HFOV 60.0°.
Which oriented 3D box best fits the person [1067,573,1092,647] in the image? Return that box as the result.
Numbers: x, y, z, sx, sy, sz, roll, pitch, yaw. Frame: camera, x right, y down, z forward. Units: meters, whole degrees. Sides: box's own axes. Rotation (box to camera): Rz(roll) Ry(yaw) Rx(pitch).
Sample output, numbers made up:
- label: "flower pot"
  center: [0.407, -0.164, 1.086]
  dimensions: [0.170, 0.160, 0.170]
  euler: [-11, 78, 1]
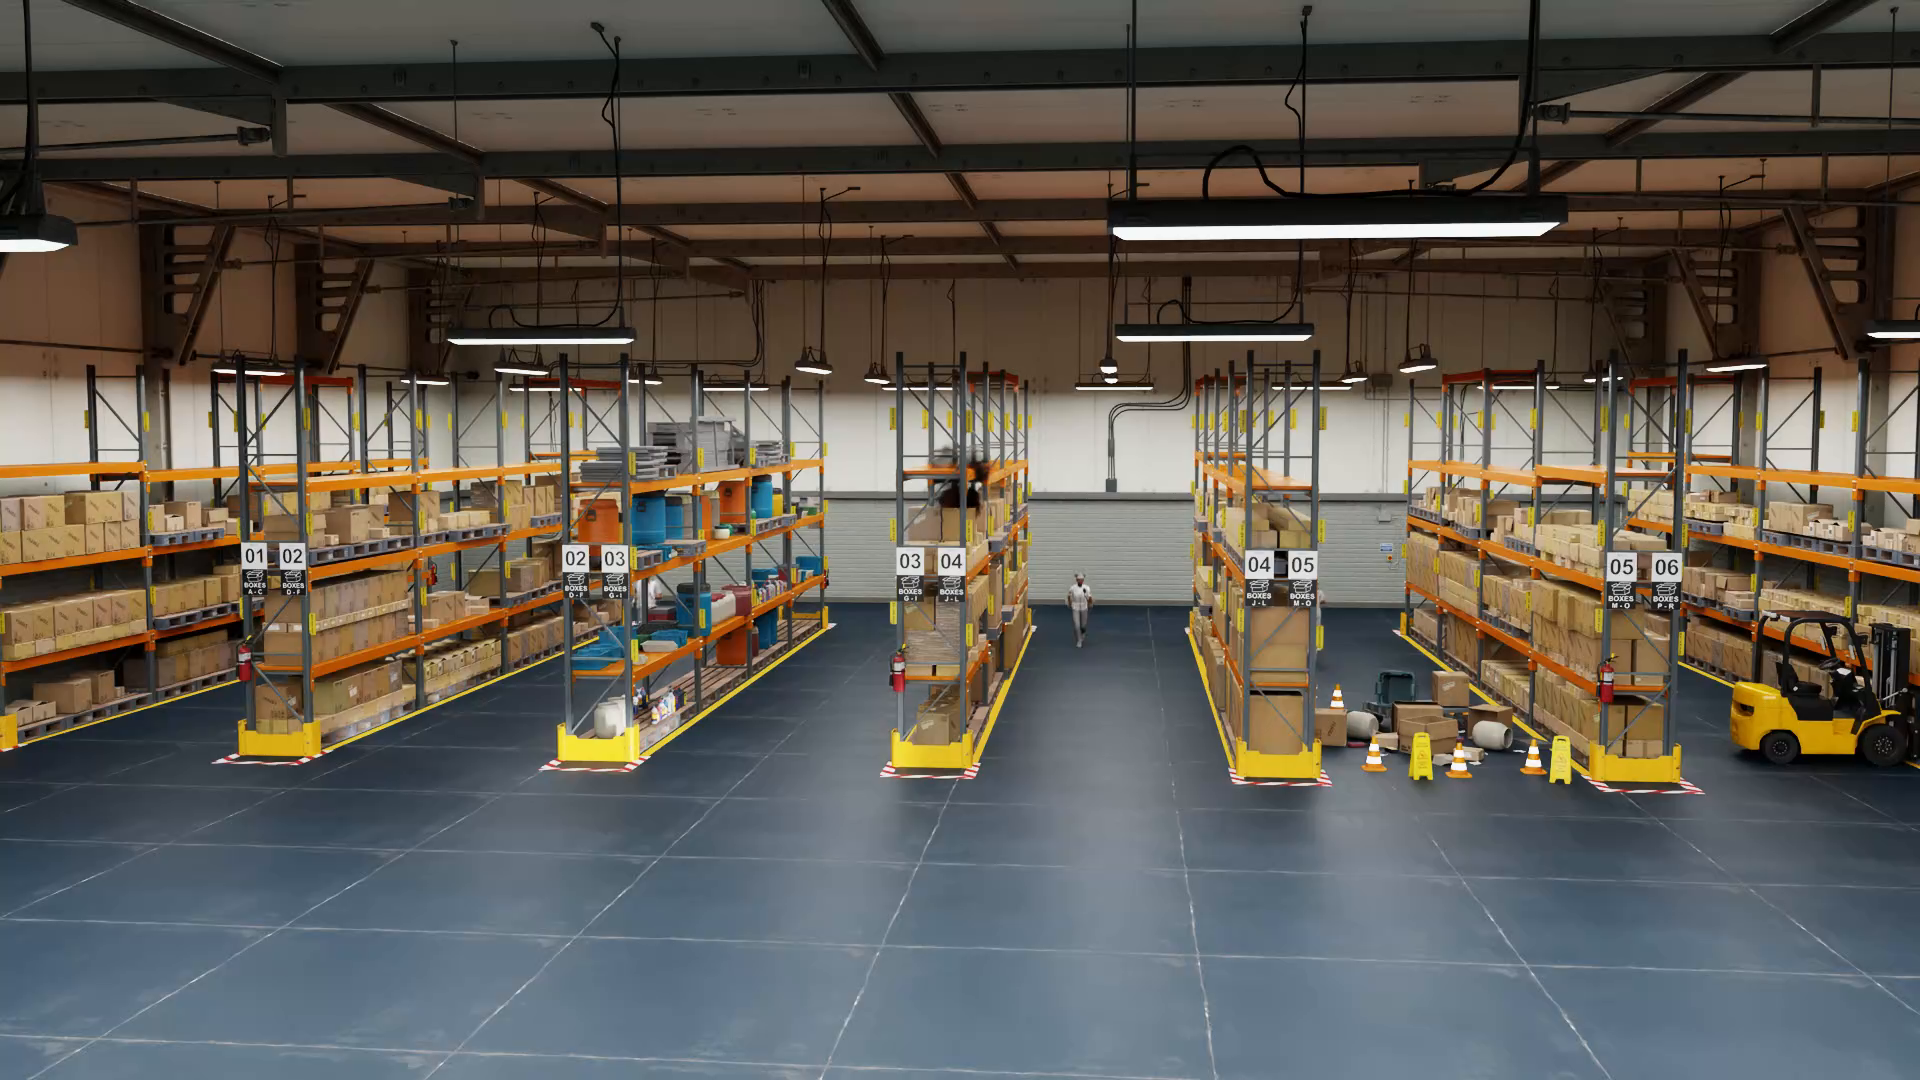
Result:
- label: "person"
  center: [-5.779, 0.752, 18.609]
  dimensions: [16.516, 5.872, 38.030]
  euler: [0, 4, 1]

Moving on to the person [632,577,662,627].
- label: "person"
  center: [-6.880, 1.509, 36.442]
  dimensions: [0.680, 1.763, 0.989]
  euler: [0, 4, -7]

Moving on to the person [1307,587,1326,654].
- label: "person"
  center: [7.553, 1.645, 35.466]
  dimensions: [0.554, 1.690, 0.897]
  euler: [-1, 4, -8]
